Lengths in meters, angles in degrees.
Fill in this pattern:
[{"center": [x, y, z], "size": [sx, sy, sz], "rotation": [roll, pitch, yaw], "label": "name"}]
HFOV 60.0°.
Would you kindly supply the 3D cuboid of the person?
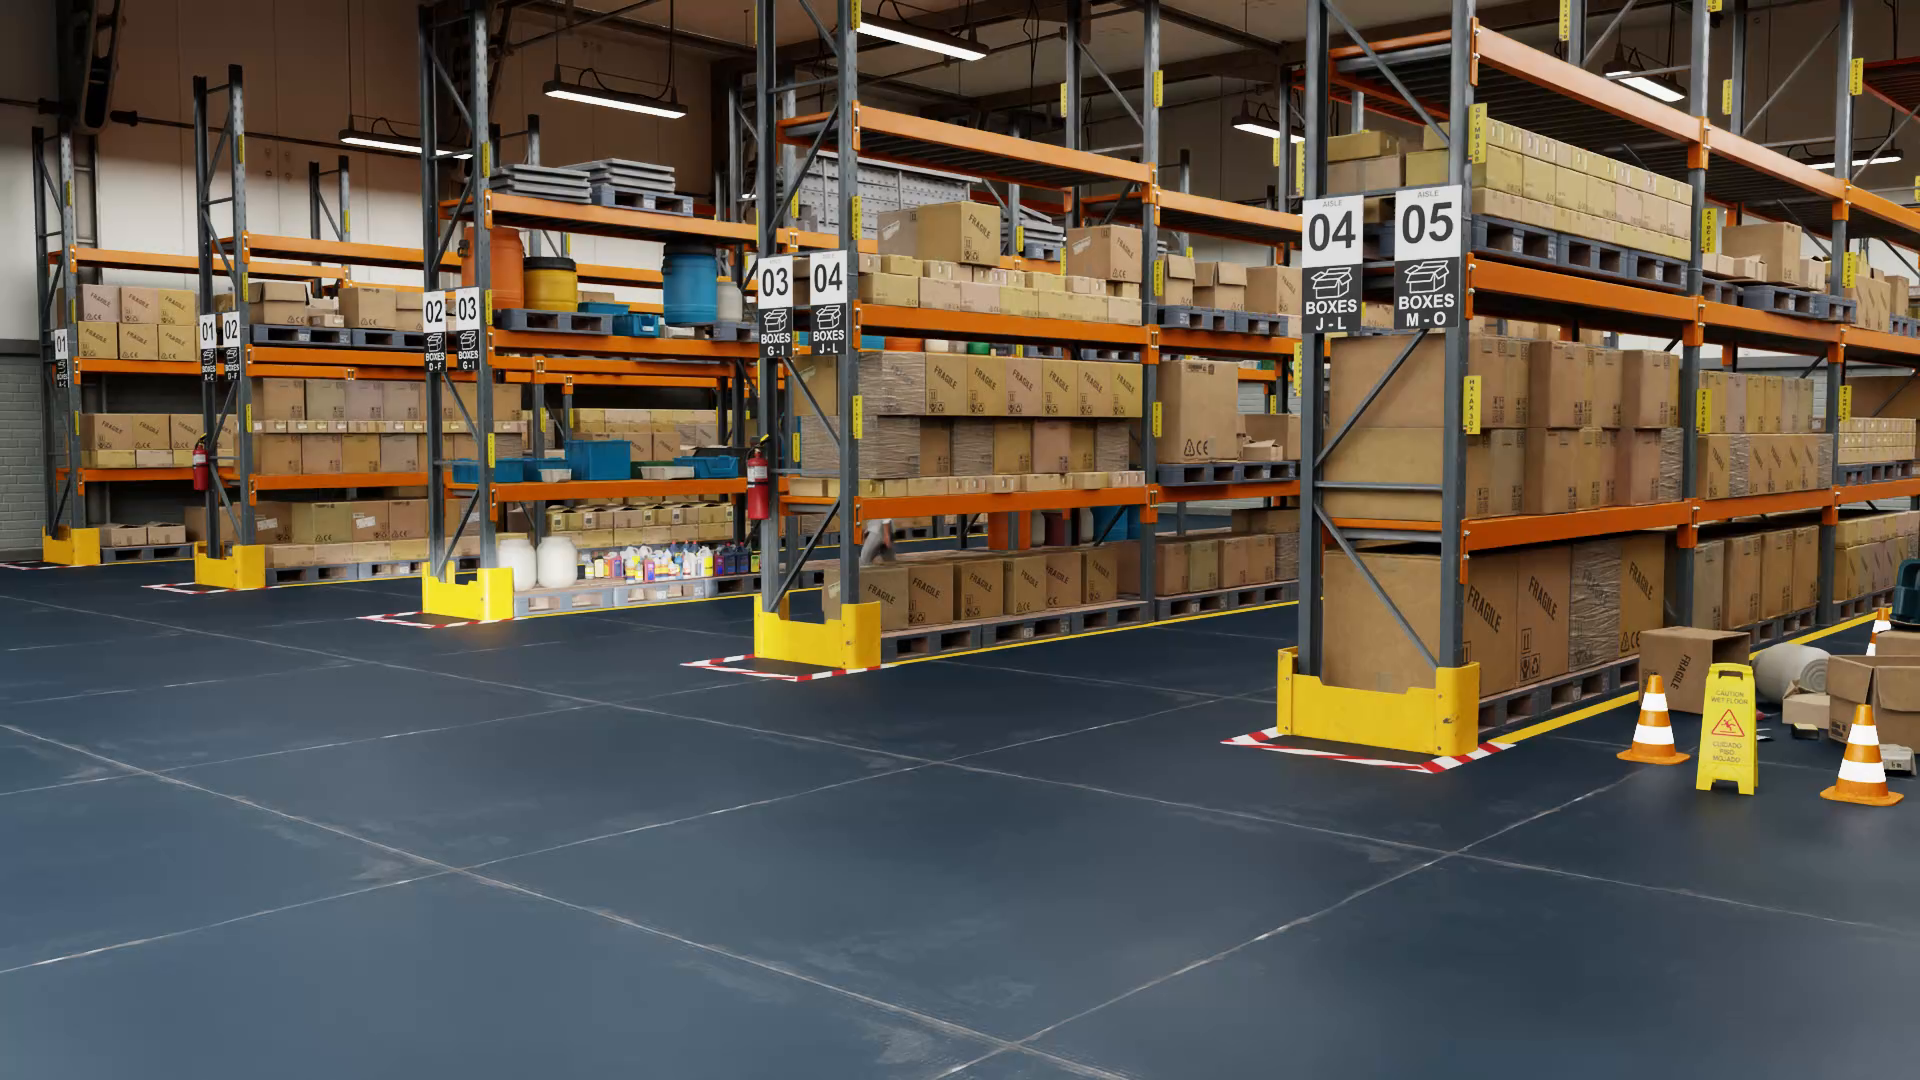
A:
[{"center": [8.043, -2.850, 25.314], "size": [15.927, 5.977, 25.043], "rotation": [1, 4, 8], "label": "person"}]
